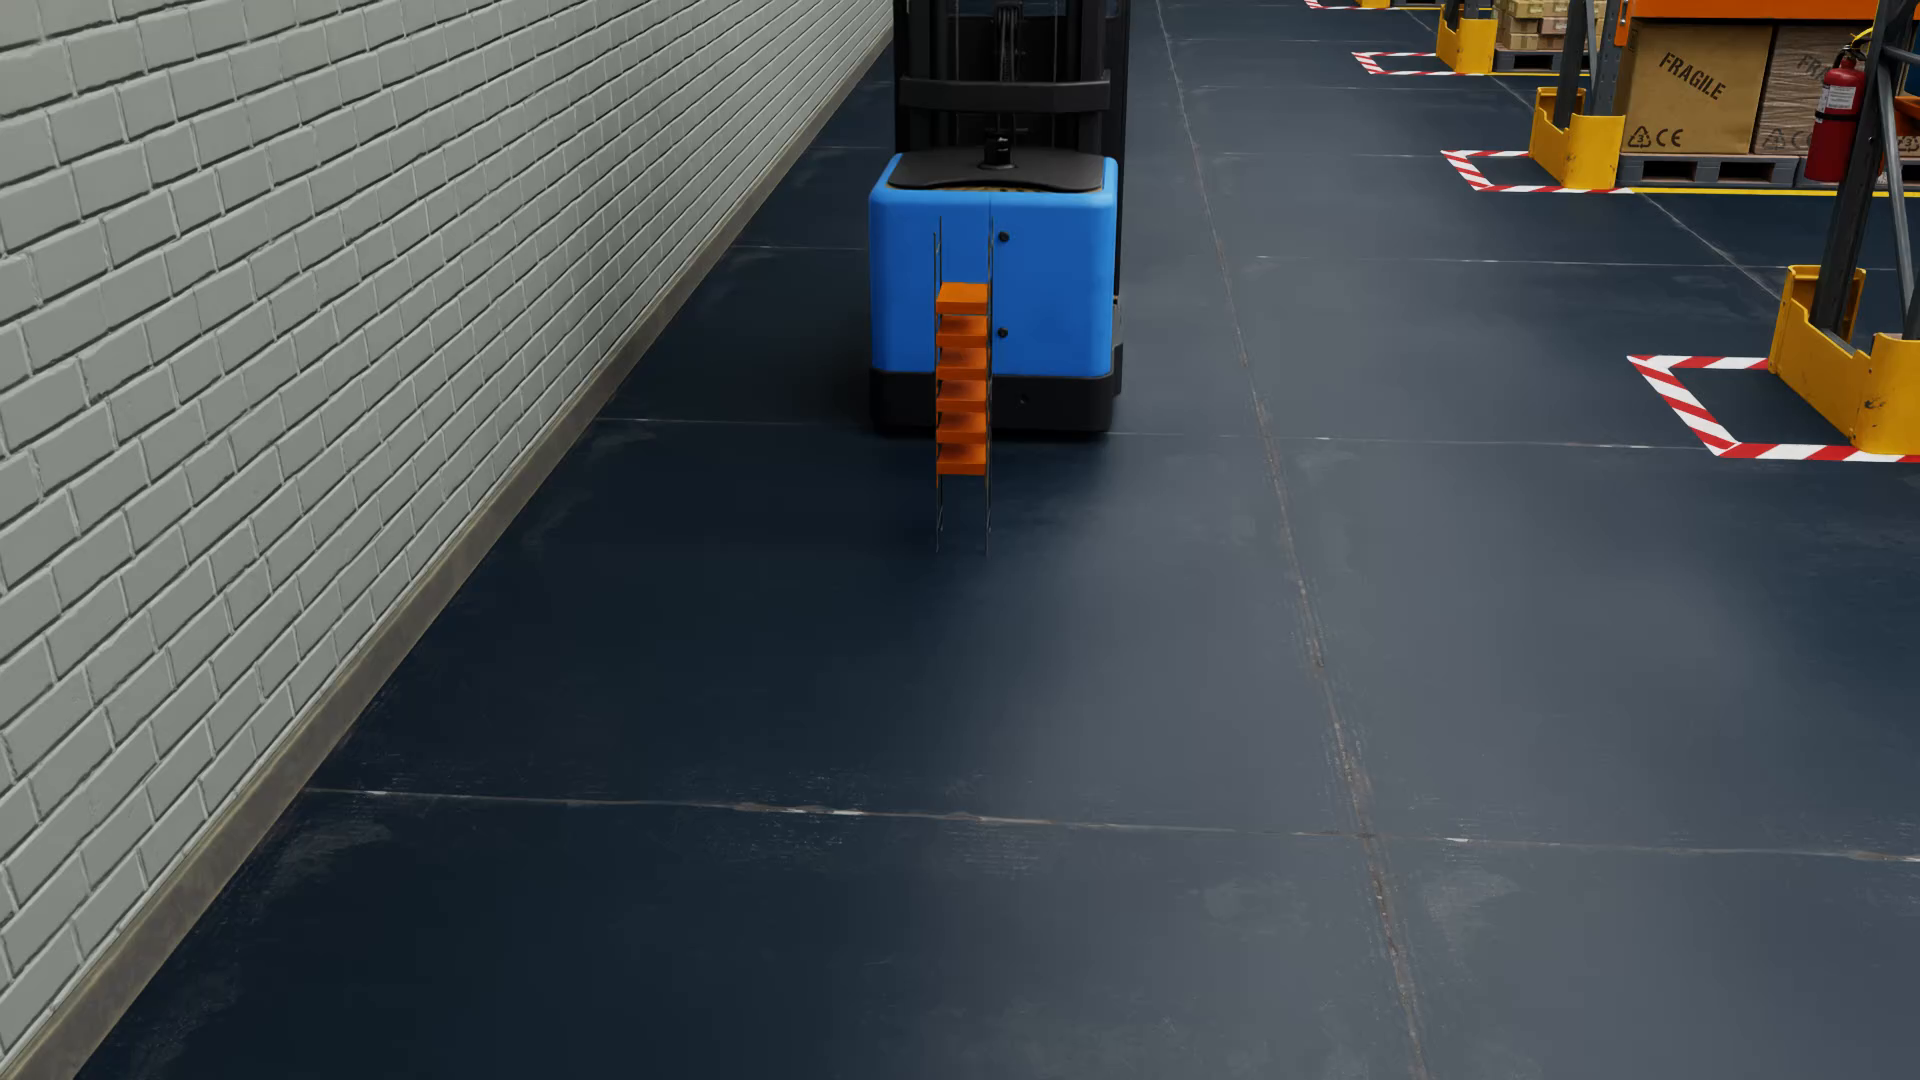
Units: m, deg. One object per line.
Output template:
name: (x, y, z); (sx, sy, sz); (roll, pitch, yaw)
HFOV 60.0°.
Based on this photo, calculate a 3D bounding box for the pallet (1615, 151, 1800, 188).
pallet: (5.244, -2.774, 12.026); (1.213, 0.211, 1.003); (2, 25, 4)

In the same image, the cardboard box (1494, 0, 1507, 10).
cardboard box: (5.469, -5.352, 16.490); (0.250, 0.149, 0.380); (2, 25, 5)

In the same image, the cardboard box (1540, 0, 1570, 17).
cardboard box: (5.702, -5.147, 16.043); (0.250, 0.149, 0.380); (2, 25, 5)

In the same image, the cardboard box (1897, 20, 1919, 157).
cardboard box: (6.880, -3.215, 11.687); (0.875, 0.875, 0.875); (2, 25, 4)

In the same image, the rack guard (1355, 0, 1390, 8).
rack guard: (5.176, -7.029, 20.929); (0.348, 0.500, 1.175); (2, 25, 4)

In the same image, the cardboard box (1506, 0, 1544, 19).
cardboard box: (5.418, -5.105, 15.953); (0.250, 0.149, 0.380); (1, 25, 2)

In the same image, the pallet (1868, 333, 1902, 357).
pallet: (4.881, -0.660, 7.432); (1.213, 0.211, 1.003); (2, 25, 4)

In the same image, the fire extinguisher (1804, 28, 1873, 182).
fire extinguisher: (3.946, -1.959, 7.458); (0.183, 0.674, 0.296); (2, 25, 4)

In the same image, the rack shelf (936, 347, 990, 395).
rack shelf: (0.014, -0.613, 5.967); (0.180, 0.103, 0.258); (2, 25, 4)

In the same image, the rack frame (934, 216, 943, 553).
rack frame: (-0.077, -0.548, 6.005); (0.006, 1.200, 0.240); (2, 25, 4)

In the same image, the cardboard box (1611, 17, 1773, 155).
cardboard box: (5.085, -3.272, 11.812); (0.875, 0.875, 0.875); (2, 25, 4)

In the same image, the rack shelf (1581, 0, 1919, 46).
rack shelf: (6.435, -3.643, 11.439); (4.000, 0.370, 1.077); (2, 25, 4)

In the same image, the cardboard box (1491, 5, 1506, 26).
cardboard box: (5.470, -5.231, 16.581); (0.250, 0.149, 0.380); (1, 25, 3)

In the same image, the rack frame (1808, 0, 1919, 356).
rack frame: (4.062, -1.970, 6.942); (0.127, 3.000, 1.000); (2, 25, 4)

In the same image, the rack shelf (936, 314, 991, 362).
rack shelf: (0.014, -0.722, 5.916); (0.180, 0.103, 0.258); (2, 25, 4)

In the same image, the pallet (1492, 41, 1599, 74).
pallet: (5.805, -4.788, 16.403); (1.213, 0.211, 1.003); (2, 25, 4)

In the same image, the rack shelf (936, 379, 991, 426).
rack shelf: (0.014, -0.504, 6.017); (0.180, 0.103, 0.258); (2, 25, 4)

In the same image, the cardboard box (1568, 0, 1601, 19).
cardboard box: (5.943, -5.085, 15.910); (0.250, 0.149, 0.380); (2, 25, 4)

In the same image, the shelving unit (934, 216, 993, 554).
shelving unit: (0.014, -0.545, 5.998); (0.189, 1.200, 0.258); (2, 25, 4)

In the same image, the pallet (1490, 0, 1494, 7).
pallet: (7.216, -6.864, 20.915); (1.213, 0.211, 1.003); (2, 25, 4)

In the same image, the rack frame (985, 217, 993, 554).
rack frame: (0.106, -0.542, 5.992); (0.006, 1.200, 0.240); (2, 25, 4)

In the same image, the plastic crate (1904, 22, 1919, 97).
plastic crate: (4.410, -2.080, 7.068); (0.499, 0.435, 0.616); (2, 25, 4)

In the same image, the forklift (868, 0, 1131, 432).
forklift: (0.260, -2.374, 7.902); (1.130, 2.935, 3.031); (2, 25, 5)

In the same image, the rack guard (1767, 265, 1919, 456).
rack guard: (4.037, -0.829, 7.454); (0.348, 0.500, 1.175); (2, 25, 4)

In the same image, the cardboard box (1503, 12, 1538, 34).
cardboard box: (5.424, -5.005, 16.091); (0.250, 0.149, 0.380); (3, 25, 6)

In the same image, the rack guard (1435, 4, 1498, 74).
rack guard: (4.997, -4.960, 16.431); (0.348, 0.500, 1.175); (2, 25, 4)

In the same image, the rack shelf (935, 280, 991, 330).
rack shelf: (0.014, -0.831, 5.866); (0.180, 0.103, 0.258); (2, 25, 4)

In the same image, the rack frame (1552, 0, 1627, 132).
rack frame: (4.441, -4.034, 11.428); (0.127, 3.000, 1.000); (2, 25, 4)

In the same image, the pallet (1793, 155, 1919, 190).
pallet: (6.457, -2.734, 11.939); (1.213, 0.211, 1.003); (2, 25, 4)

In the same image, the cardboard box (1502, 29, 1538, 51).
cardboard box: (5.419, -4.843, 16.095); (0.250, 0.149, 0.380); (2, 25, 5)

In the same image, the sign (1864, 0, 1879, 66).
sign: (4.088, -2.273, 7.407); (0.005, 0.325, 0.100); (2, 25, 4)

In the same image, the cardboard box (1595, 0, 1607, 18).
cardboard box: (6.197, -5.112, 15.967); (0.250, 0.149, 0.380); (1, 25, 1)

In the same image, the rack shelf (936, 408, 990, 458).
rack shelf: (0.014, -0.395, 6.067); (0.180, 0.103, 0.258); (2, 25, 4)

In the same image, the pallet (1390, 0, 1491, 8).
pallet: (6.003, -6.904, 21.003); (1.213, 0.211, 1.003); (2, 25, 4)

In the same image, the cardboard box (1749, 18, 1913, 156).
cardboard box: (5.993, -3.243, 11.749); (0.875, 0.875, 0.875); (2, 25, 4)

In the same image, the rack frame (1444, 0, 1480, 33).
rack frame: (4.922, -6.098, 15.914); (0.127, 3.000, 1.000); (2, 25, 4)

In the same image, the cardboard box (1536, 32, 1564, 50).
cardboard box: (5.687, -4.869, 16.151); (0.250, 0.149, 0.380); (2, 25, 4)

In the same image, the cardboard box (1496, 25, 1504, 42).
cardboard box: (5.462, -5.064, 16.574); (0.250, 0.149, 0.380); (2, 25, 5)

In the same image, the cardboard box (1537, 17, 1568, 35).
cardboard box: (5.693, -4.973, 16.021); (0.250, 0.149, 0.380); (2, 25, 4)

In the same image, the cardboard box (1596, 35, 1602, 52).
cardboard box: (6.181, -4.810, 16.023); (0.250, 0.149, 0.380); (2, 25, 5)

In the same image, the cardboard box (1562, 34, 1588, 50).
cardboard box: (5.935, -4.864, 16.140); (0.250, 0.149, 0.380); (2, 25, 5)

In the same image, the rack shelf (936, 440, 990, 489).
rack shelf: (0.014, -0.286, 6.117); (0.180, 0.103, 0.258); (2, 25, 4)

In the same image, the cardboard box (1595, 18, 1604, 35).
cardboard box: (6.191, -4.948, 15.968); (0.250, 0.149, 0.380); (3, 25, 6)

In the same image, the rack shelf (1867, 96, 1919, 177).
rack shelf: (6.056, -1.579, 6.953); (4.000, 0.370, 1.077); (2, 25, 4)

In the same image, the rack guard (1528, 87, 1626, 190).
rack guard: (4.417, -2.899, 11.952); (0.348, 0.500, 1.175); (2, 25, 4)
